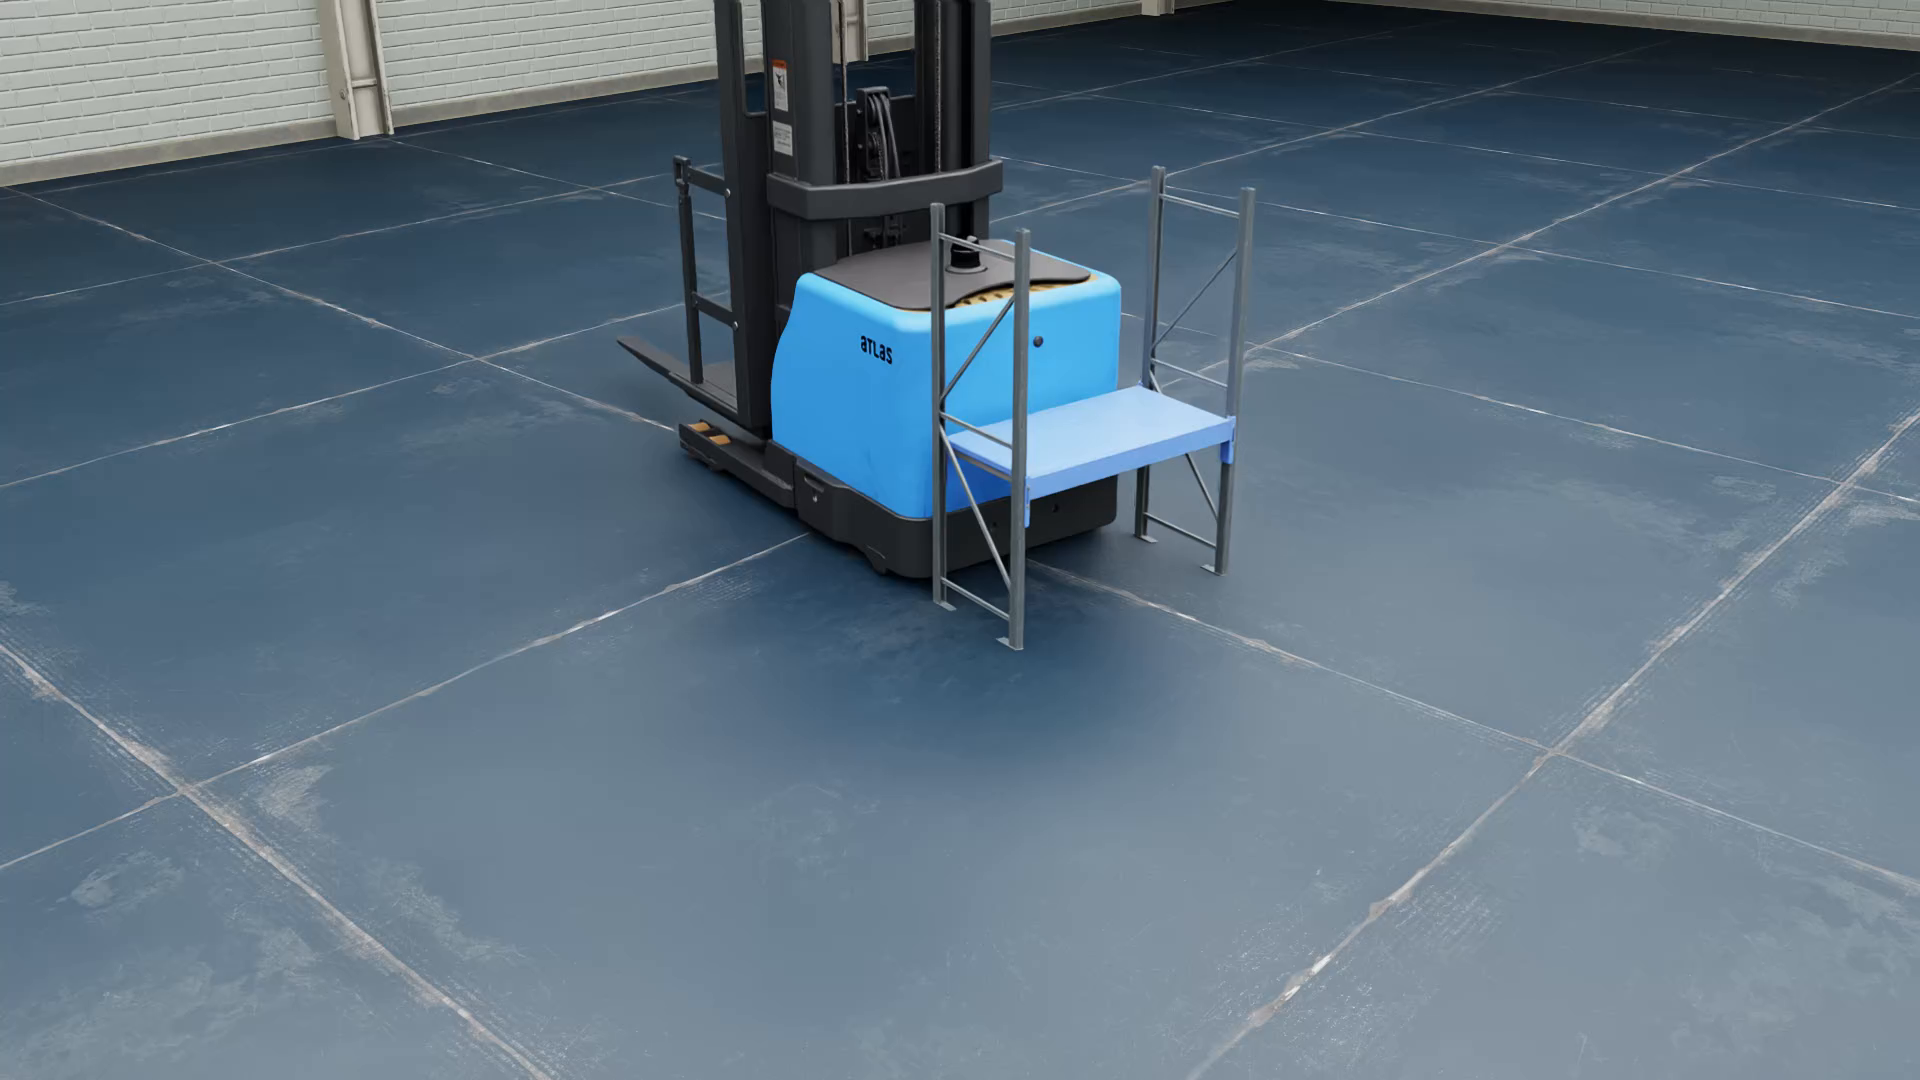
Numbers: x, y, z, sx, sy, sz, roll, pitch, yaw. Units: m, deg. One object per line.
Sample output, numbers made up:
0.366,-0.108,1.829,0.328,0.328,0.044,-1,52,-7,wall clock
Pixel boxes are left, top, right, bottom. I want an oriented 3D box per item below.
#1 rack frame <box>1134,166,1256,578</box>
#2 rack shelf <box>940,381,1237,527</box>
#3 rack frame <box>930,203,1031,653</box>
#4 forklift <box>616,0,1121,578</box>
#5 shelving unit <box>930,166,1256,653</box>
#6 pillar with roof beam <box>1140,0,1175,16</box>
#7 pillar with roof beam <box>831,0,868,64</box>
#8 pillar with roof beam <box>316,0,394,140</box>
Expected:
0.874,-0.623,6.306,0.032,1.500,0.500,-17,29,-33,rack frame
0.468,-0.334,6.100,1.000,0.185,0.538,-17,29,-33,rack shelf
0.062,-0.373,5.747,0.032,1.500,0.500,-17,29,-33,rack frame
-0.619,-1.741,7.050,1.130,2.935,3.031,-16,29,-32,forklift
0.468,-0.498,6.027,1.048,1.500,0.538,-17,29,-33,shelving unit
5.924,-10.195,18.490,9.100,9.000,0.400,20,31,38,pillar with roof beam
1.920,-8.367,14.413,9.100,9.000,0.400,20,31,38,pillar with roof beam
-2.085,-6.539,10.336,9.100,9.000,0.400,20,31,38,pillar with roof beam
